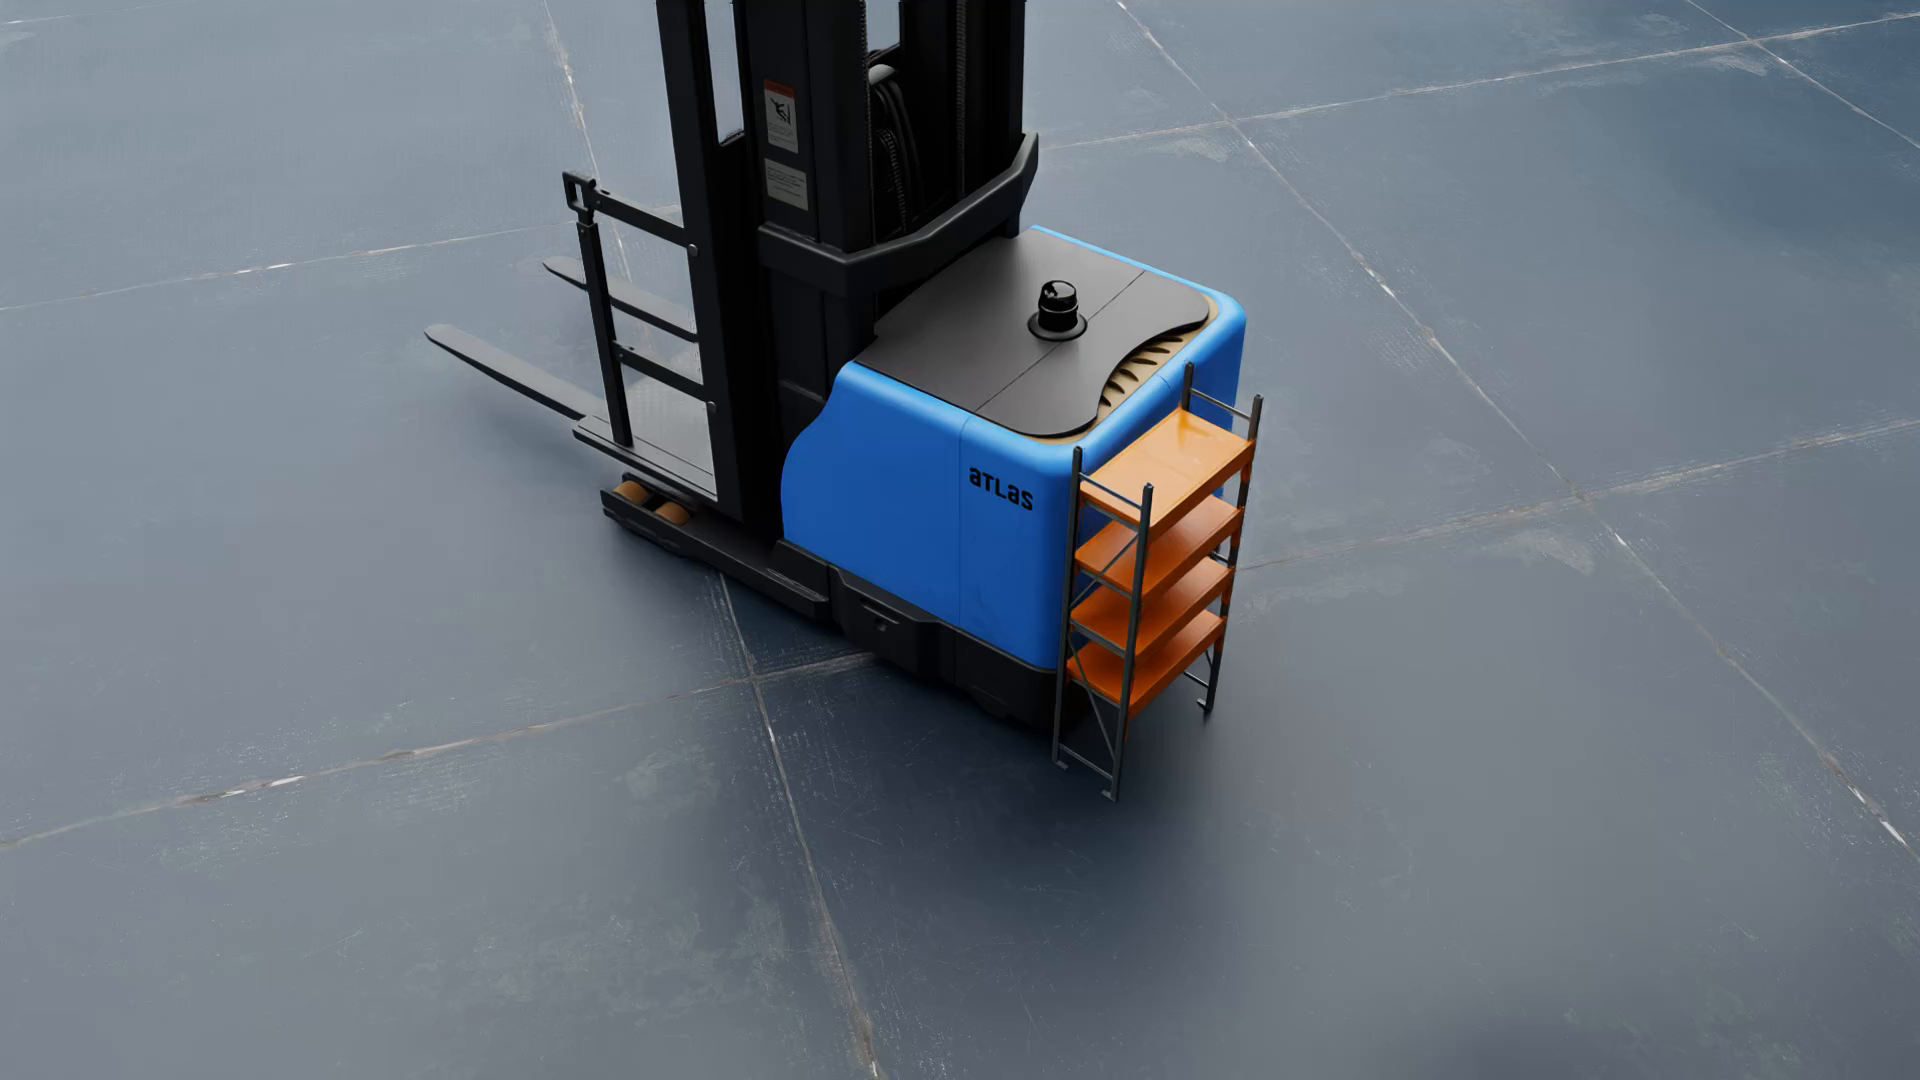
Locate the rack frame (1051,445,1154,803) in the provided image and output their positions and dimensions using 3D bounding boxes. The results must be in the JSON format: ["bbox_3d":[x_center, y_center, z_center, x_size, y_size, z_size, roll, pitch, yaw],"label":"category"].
[{"bbox_3d":[0.375,0.265,4.532,0.240,1.200,0.015,30,49,29],"label":"rack frame"}]

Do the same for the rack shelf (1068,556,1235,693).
[{"bbox_3d":[0.534,0.194,4.715,0.258,0.148,0.480,30,49,29],"label":"rack shelf"}]

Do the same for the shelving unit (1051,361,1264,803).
[{"bbox_3d":[0.535,0.144,4.671,0.258,1.200,0.503,30,49,29],"label":"shelving unit"}]

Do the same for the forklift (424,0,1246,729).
[{"bbox_3d":[-0.623,-1.321,5.034,3.031,2.935,1.130,26,47,26],"label":"forklift"}]

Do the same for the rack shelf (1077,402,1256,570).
[{"bbox_3d":[0.539,-0.150,4.410,0.258,0.148,0.480,30,49,29],"label":"rack shelf"}]

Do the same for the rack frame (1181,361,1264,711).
[{"bbox_3d":[0.695,0.023,4.809,0.240,1.200,0.015,30,49,29],"label":"rack frame"}]

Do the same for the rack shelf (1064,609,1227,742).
[{"bbox_3d":[0.532,0.343,4.847,0.258,0.148,0.480,30,49,29],"label":"rack shelf"}]

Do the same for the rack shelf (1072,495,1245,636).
[{"bbox_3d":[0.536,0.027,4.567,0.258,0.148,0.480,30,49,29],"label":"rack shelf"}]
